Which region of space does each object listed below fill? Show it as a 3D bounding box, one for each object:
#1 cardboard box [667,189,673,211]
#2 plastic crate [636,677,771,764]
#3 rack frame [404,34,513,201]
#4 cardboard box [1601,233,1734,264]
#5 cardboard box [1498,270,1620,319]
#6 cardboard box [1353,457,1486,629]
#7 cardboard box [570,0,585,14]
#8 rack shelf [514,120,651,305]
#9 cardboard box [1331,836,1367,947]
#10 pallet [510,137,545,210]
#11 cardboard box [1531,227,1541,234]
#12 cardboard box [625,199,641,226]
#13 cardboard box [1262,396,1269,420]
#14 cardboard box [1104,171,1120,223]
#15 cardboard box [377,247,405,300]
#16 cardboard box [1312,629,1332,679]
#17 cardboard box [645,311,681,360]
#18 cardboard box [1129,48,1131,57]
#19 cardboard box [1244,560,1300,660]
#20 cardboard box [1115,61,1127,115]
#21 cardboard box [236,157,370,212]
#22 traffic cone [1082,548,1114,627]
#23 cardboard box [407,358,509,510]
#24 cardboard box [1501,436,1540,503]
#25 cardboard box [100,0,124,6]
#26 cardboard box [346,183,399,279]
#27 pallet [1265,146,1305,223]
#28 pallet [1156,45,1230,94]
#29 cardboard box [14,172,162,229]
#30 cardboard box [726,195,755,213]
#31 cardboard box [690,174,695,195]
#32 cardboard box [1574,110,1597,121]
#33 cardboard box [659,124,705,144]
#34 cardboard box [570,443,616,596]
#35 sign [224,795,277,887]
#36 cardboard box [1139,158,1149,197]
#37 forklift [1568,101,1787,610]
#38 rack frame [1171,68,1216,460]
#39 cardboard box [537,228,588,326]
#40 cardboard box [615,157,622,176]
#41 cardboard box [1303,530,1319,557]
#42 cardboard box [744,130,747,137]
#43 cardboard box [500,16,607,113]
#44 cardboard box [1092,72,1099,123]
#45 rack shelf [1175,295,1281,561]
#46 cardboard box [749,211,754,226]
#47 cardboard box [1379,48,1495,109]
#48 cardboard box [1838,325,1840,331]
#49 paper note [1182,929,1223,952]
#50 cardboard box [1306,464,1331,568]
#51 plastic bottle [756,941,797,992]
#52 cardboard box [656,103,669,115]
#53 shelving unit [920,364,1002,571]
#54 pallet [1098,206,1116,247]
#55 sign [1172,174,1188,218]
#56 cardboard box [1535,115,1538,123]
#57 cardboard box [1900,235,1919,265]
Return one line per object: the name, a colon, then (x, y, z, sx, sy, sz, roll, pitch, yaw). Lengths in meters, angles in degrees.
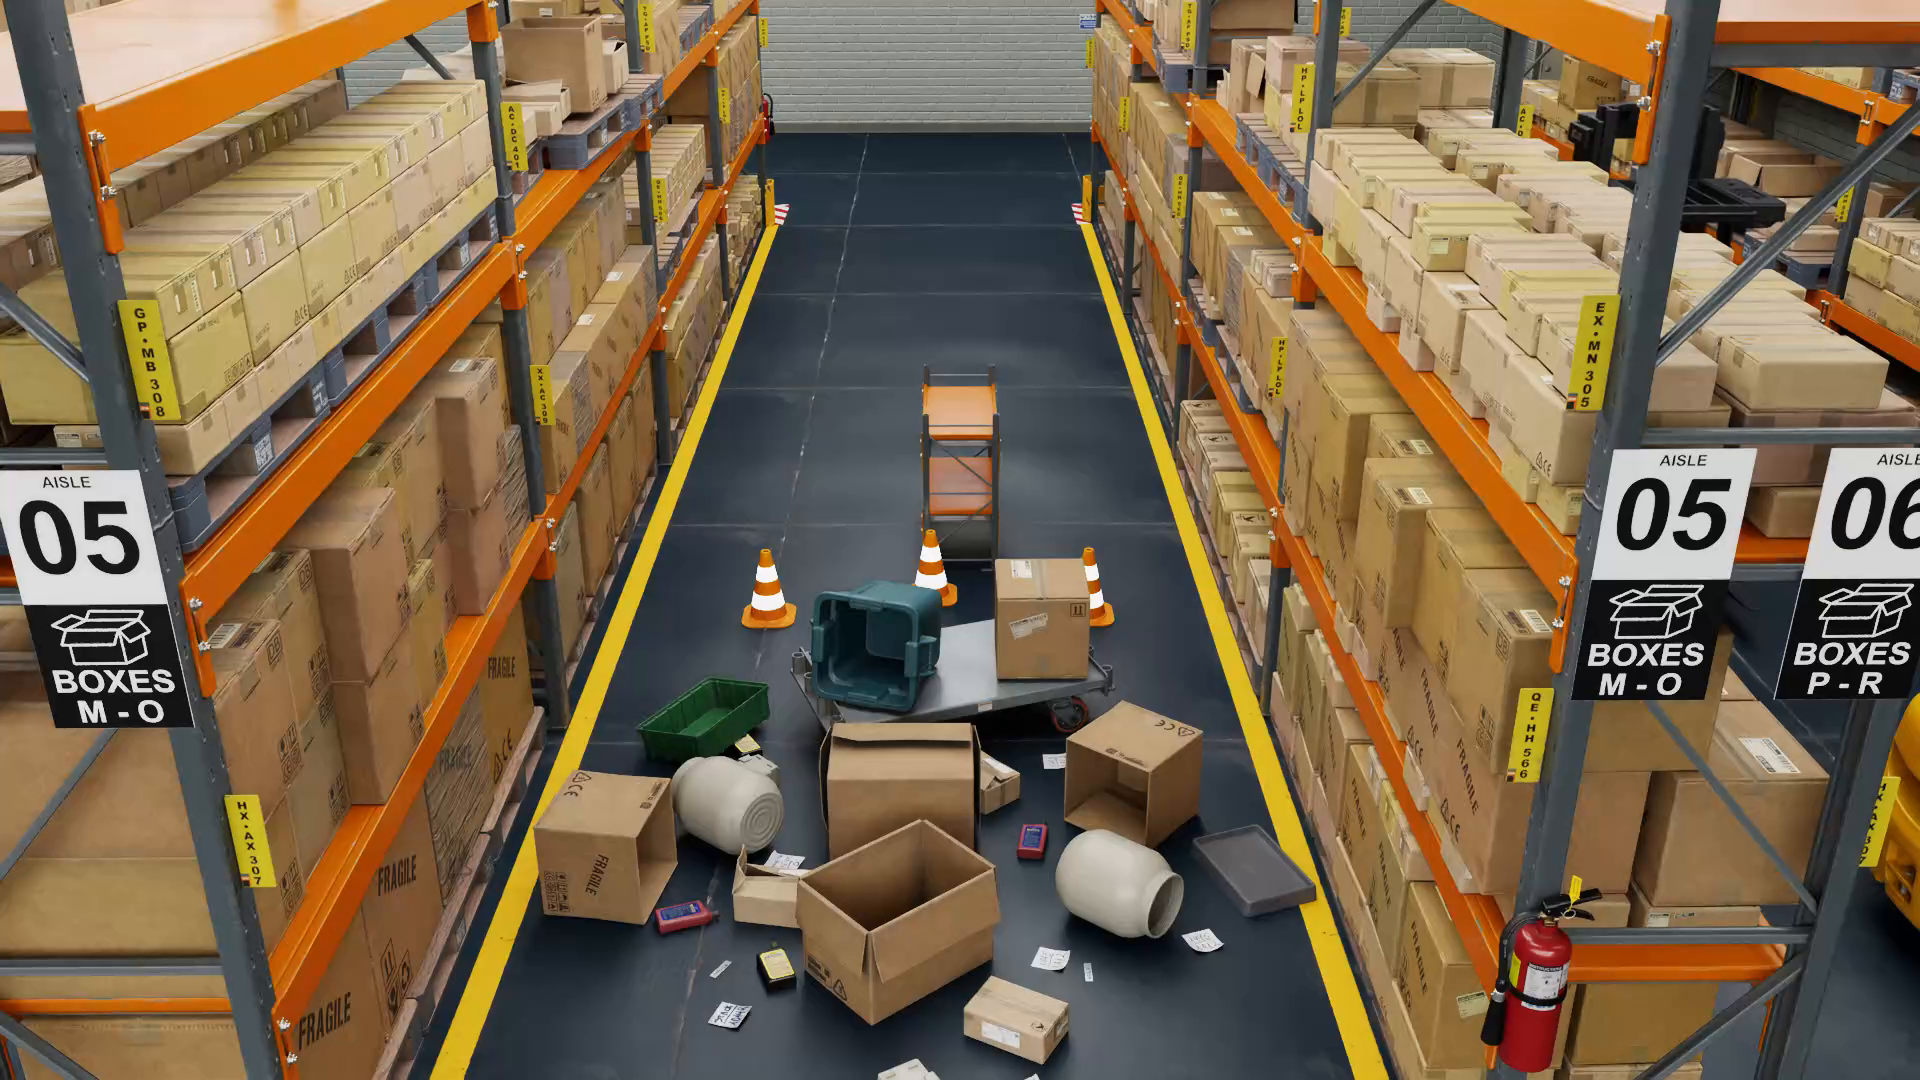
cardboard box: (-2.583, -2.805, 13.747, 0.380, 0.149, 0.250, 0, 24, 0)
plastic crate: (-1.407, 1.005, 9.231, 0.450, 0.188, 0.662, 3, 22, 31)
rack frame: (-2.719, -3.050, 7.573, 1.000, 3.000, 0.127, 0, 24, -1)
cardboard box: (2.566, -1.015, 6.052, 0.380, 0.149, 0.250, 0, 24, 1)
cardboard box: (2.038, -0.802, 5.580, 0.380, 0.149, 0.250, 0, 24, 0)
cardboard box: (1.943, 0.004, 6.406, 0.700, 0.500, 0.500, -1, 24, -1)
cardboard box: (-3.047, -4.102, 12.490, 0.396, 0.266, 0.258, 0, 24, -1)
rack shelf: (-2.740, -2.179, 10.161, 1.077, 0.370, 4.000, 0, 24, -1)
cardboard box: (1.987, 1.569, 7.468, 0.500, 0.250, 0.500, -1, 24, -2)
pallet: (-2.778, -1.973, 9.065, 0.805, 0.209, 1.217, -1, 24, -3)
cardboard box: (2.502, -1.215, 6.977, 0.500, 0.250, 0.500, -1, 24, -1)
cardboard box: (-2.574, -2.505, 12.723, 0.380, 0.149, 0.250, 0, 24, 0)
cardboard box: (1.963, -0.776, 9.622, 0.380, 0.149, 0.250, -1, 24, -2)
cardboard box: (2.206, -4.077, 19.724, 0.875, 0.438, 0.875, -1, 24, -2)
cardboard box: (-2.377, -1.028, 6.416, 0.380, 0.149, 0.250, 0, 24, -1)
cardboard box: (1.915, 0.552, 8.019, 0.380, 0.149, 0.250, 1, 24, 1)
cardboard box: (-2.528, -1.644, 13.358, 0.500, 0.250, 0.500, -1, 24, -3)
cardboard box: (1.913, -4.915, 16.855, 0.380, 0.149, 0.250, 0, 24, -1)
cardboard box: (2.222, 0.410, 9.883, 0.950, 0.372, 0.625, 0, 24, 0)
cardboard box: (1.864, -4.580, 16.902, 0.500, 0.500, 0.500, -1, 24, -1)
cardboard box: (-2.376, -1.289, 6.025, 0.380, 0.149, 0.250, 0, 24, 0)
traffic cone: (0.817, 0.271, 10.589, 0.336, 0.463, 0.334, 0, 24, -1)
cardboard box: (-2.627, -0.498, 7.719, 0.875, 0.550, 0.550, 0, 24, -1)
cardboard box: (1.955, -0.232, 5.288, 0.380, 0.149, 0.250, 0, 24, 0)
cardboard box: (-7.750, -4.997, 14.887, 0.700, 0.500, 0.500, 0, 24, 1)
cardboard box: (-2.441, -1.163, 6.230, 0.500, 0.250, 0.500, 0, 24, -1)
pallet: (2.330, -1.916, 8.934, 1.213, 0.211, 1.003, 0, 24, -1)
pallet: (2.126, -3.574, 12.601, 1.213, 0.211, 1.003, 1, 24, 2)
cardboard box: (-3.031, -1.182, 5.789, 0.380, 0.149, 0.250, -1, 24, -1)
cardboard box: (-2.517, -3.780, 18.696, 0.380, 0.149, 0.250, 1, 24, 1)
cardboard box: (-2.597, -3.214, 15.011, 0.380, 0.149, 0.250, -1, 24, -3)
cardboard box: (6.844, -4.388, 17.634, 0.500, 0.250, 0.500, 0, 24, -1)
cardboard box: (-2.606, -3.796, 15.577, 0.380, 0.149, 0.250, 1, 24, 2)
cardboard box: (-2.822, -0.135, 10.630, 1.050, 0.750, 0.750, 0, 24, -1)
sign: (-2.120, 0.902, 4.970, 0.100, 0.325, 0.005, 0, 24, -1)
cardboard box: (1.878, -3.231, 14.828, 0.500, 0.250, 0.500, 0, 24, 0)
forklift: (4.592, -1.328, 11.130, 1.130, 2.935, 3.031, 0, 24, 0)
rack frame: (2.186, -2.028, 12.595, 1.000, 3.000, 0.127, 0, 24, -1)
cardboard box: (-2.747, -1.650, 10.424, 0.700, 0.500, 0.500, 0, 24, -1)
cardboard box: (-3.250, -3.340, 14.930, 0.380, 0.149, 0.250, -1, 24, -3)
cardboard box: (1.967, -0.030, 8.482, 0.380, 0.149, 0.250, 0, 24, 1)
cardboard box: (-2.581, -4.594, 18.572, 0.380, 0.149, 0.250, -1, 24, -3)
cardboard box: (-2.463, -2.898, 10.126, 0.500, 0.500, 0.500, 0, 24, -1)
cardboard box: (1.817, -5.171, 19.423, 0.500, 0.500, 0.500, 0, 24, -1)
rack shelf: (2.208, -0.876, 10.921, 1.077, 0.370, 4.000, 0, 24, -1)
cardboard box: (-2.532, -3.645, 18.759, 0.380, 0.149, 0.250, 0, 24, 0)
cardboard box: (2.609, -2.545, 9.164, 0.500, 0.250, 0.500, -1, 24, -2)
cardboard box: (7.397, -1.828, 13.889, 0.380, 0.149, 0.250, 0, 24, 0)
paper note: (1.118, 1.839, 7.647, 0.142, 0.019, 0.148, -9, 26, -19)
cardboard box: (1.985, -0.172, 8.008, 0.500, 0.500, 0.500, 0, 24, -1)
plastic bottle: (-0.834, 1.907, 7.460, 0.133, 0.061, 0.283, -9, 26, -19)
cardboard box: (-3.081, -4.442, 16.235, 0.500, 0.500, 0.500, -1, 24, -2)
shelving unit: (0.000, -0.515, 11.524, 0.538, 1.125, 1.048, 0, 24, -1)
pallet: (2.186, -3.725, 19.730, 1.003, 0.211, 1.213, 0, 24, -1)
sign: (1.631, -2.552, 12.347, 0.100, 0.325, 0.005, 0, 24, -1)
cardboard box: (6.878, -4.885, 19.215, 0.380, 0.149, 0.250, -1, 24, -1)
cardboard box: (6.891, -2.045, 11.723, 0.380, 0.149, 0.250, 0, 24, 1)
